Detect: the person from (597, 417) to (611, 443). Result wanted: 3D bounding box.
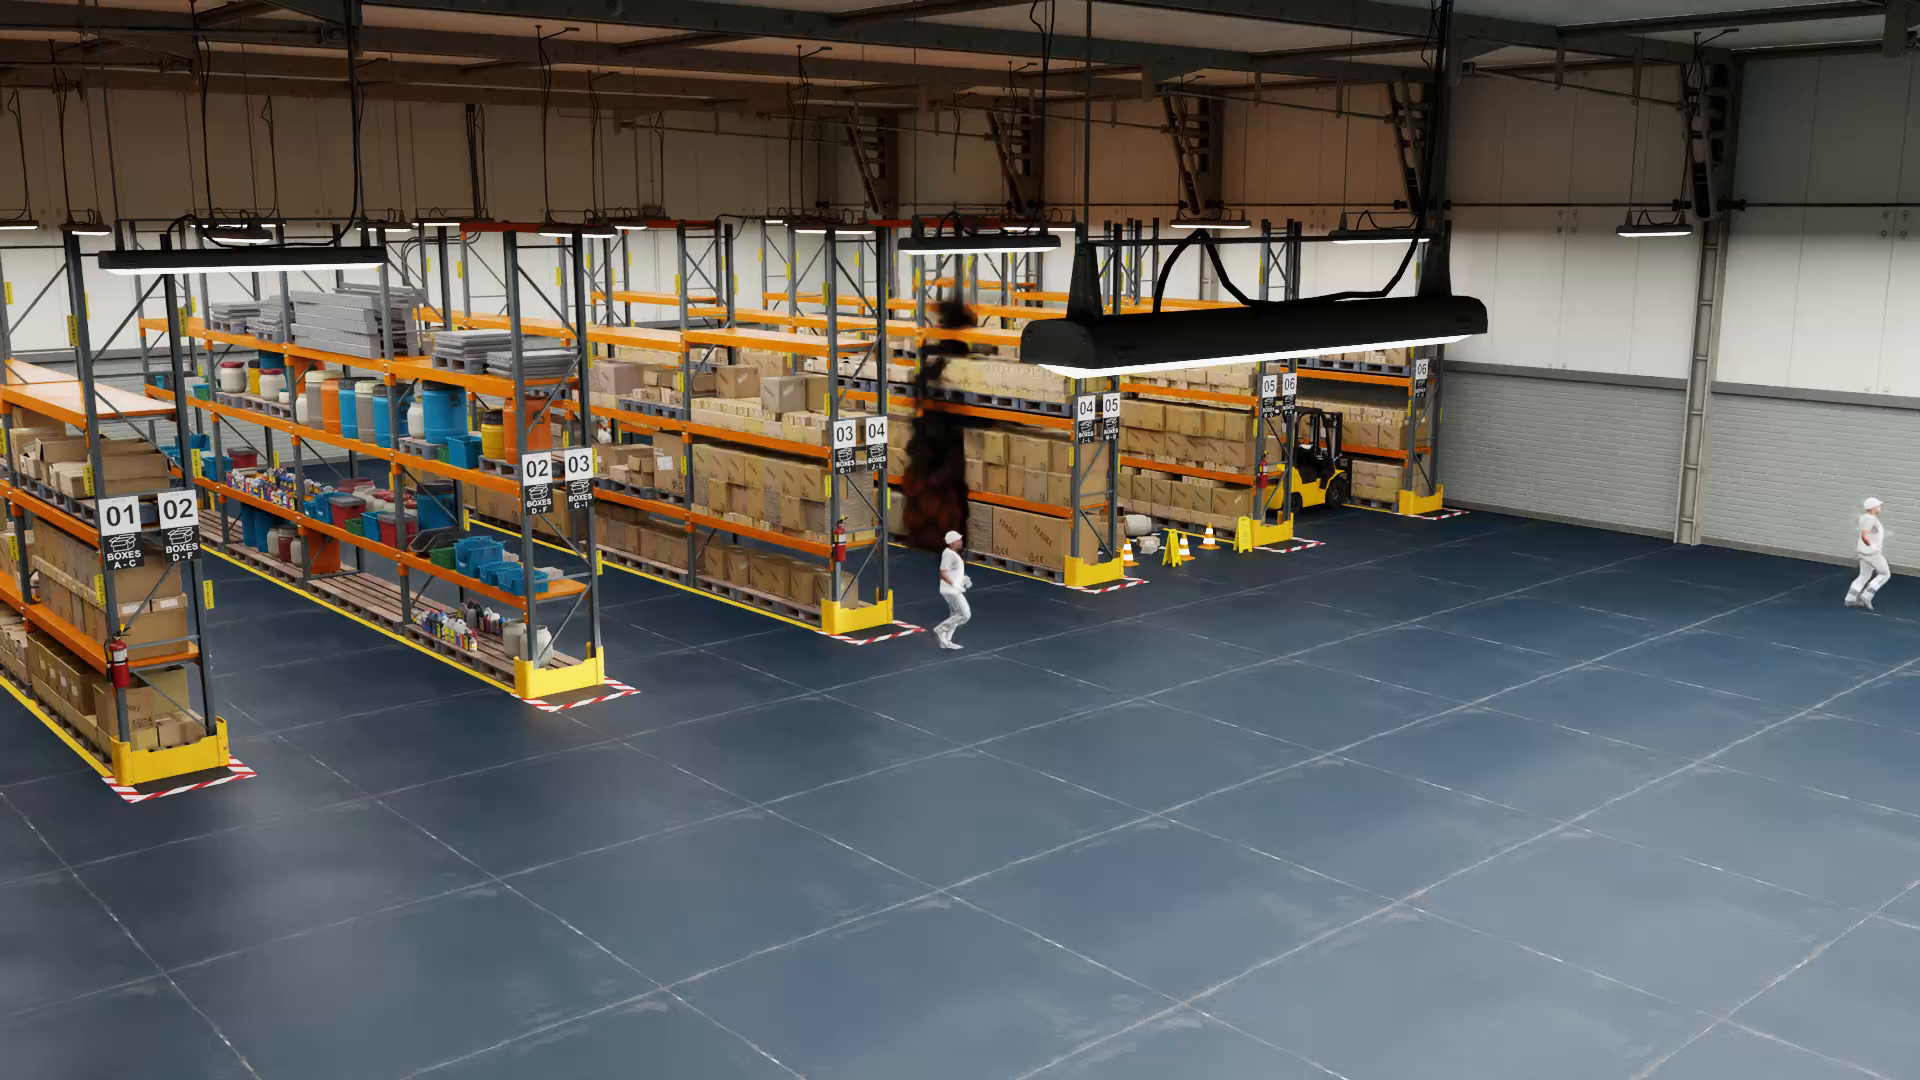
[{"bbox_3d":[-7.892,-1.889,36.951,0.622,1.715,0.934,-8,14,-35],"label":"person"}]

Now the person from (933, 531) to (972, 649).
[{"bbox_3d":[-0.102,0.728,23.920,0.565,1.742,0.653,0,11,0],"label":"person"}]

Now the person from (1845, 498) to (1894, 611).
[{"bbox_3d":[14.427,0.225,26.275,0.659,1.797,0.637,1,12,7],"label":"person"}]
